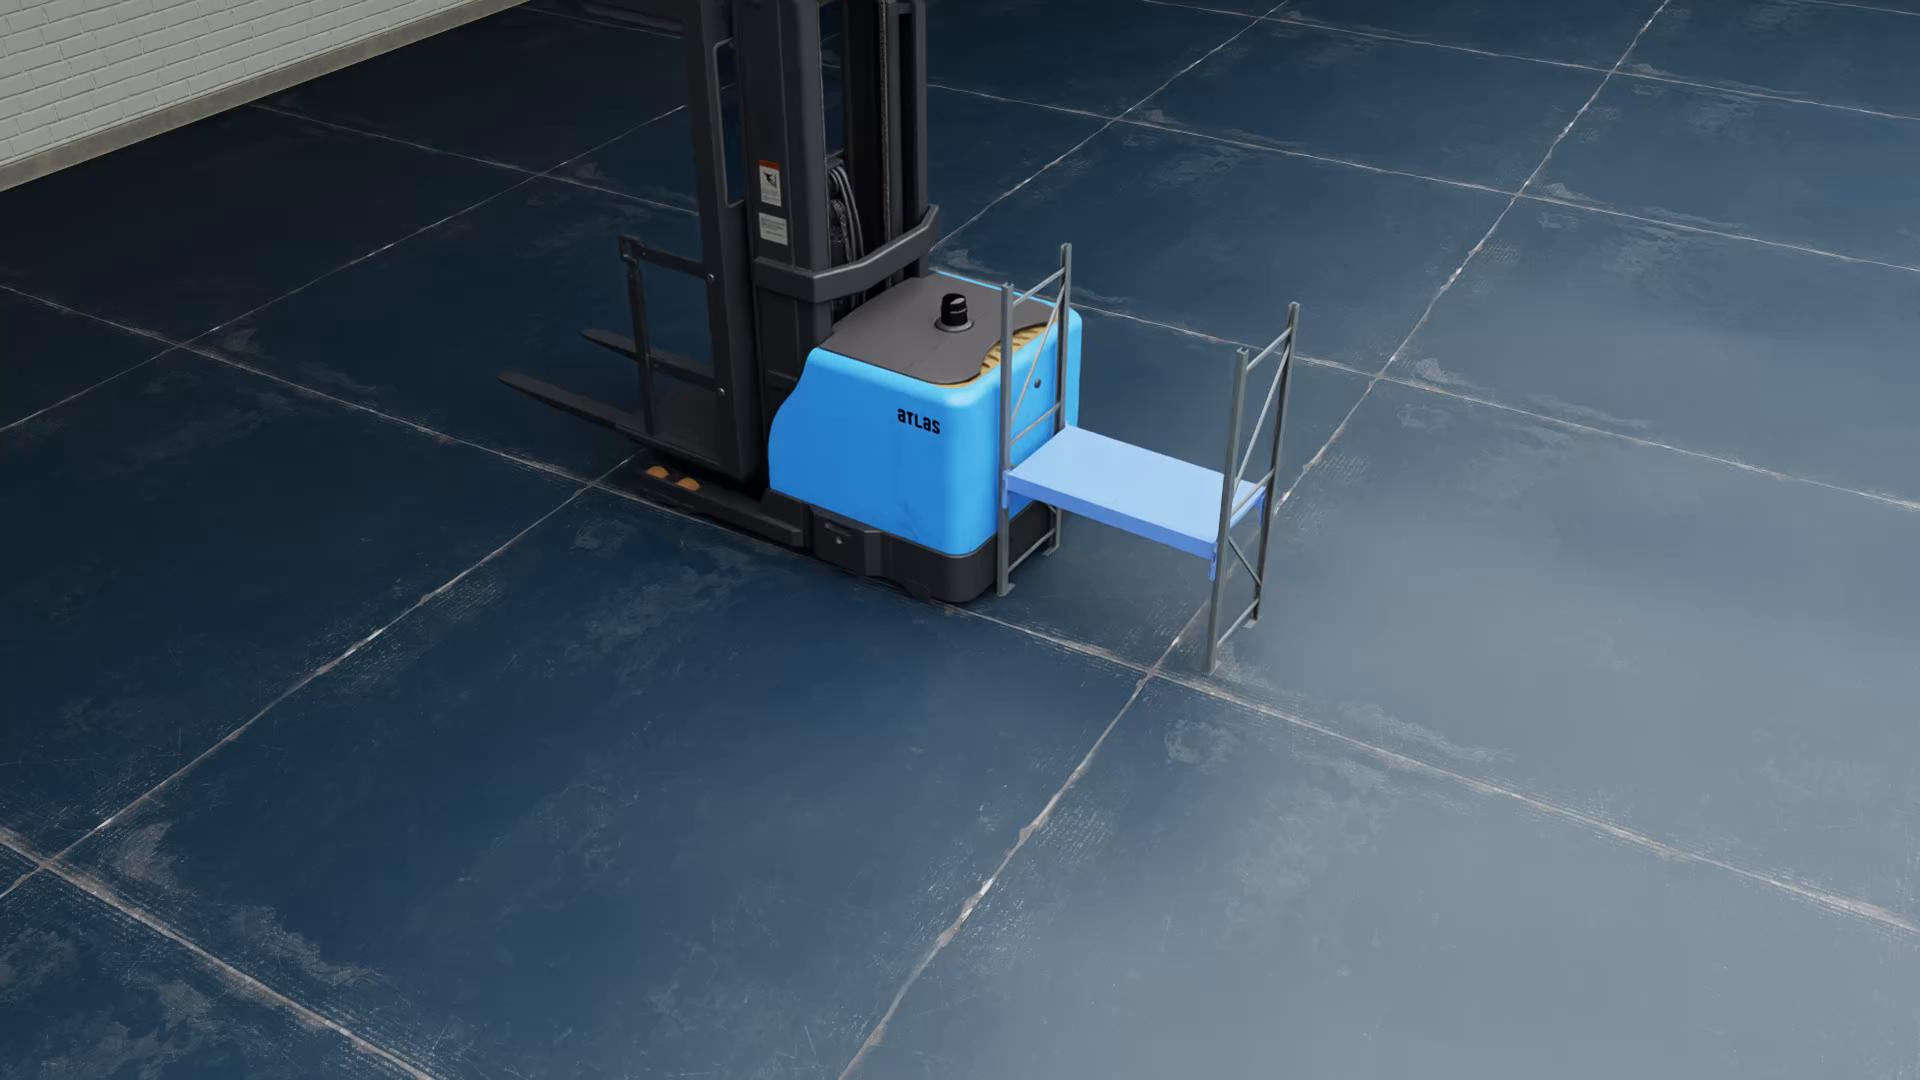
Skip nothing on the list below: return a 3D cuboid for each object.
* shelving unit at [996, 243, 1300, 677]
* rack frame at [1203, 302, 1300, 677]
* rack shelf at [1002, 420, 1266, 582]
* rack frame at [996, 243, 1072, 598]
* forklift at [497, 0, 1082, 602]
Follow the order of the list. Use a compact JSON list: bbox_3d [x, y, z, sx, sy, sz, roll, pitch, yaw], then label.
[{"bbox_3d":[0.737,-0.331,6.894,1.048,1.500,0.538,20,39,27],"label":"shelving unit"},{"bbox_3d":[1.161,-0.176,6.661,0.032,1.500,0.500,20,39,27],"label":"rack frame"},{"bbox_3d":[0.737,-0.181,6.994,1.000,0.185,0.538,20,39,27],"label":"rack shelf"},{"bbox_3d":[0.313,-0.487,7.128,0.032,1.500,0.500,20,39,27],"label":"rack frame"},{"bbox_3d":[-0.956,-1.571,7.465,3.031,2.935,1.130,20,39,27],"label":"forklift"}]
